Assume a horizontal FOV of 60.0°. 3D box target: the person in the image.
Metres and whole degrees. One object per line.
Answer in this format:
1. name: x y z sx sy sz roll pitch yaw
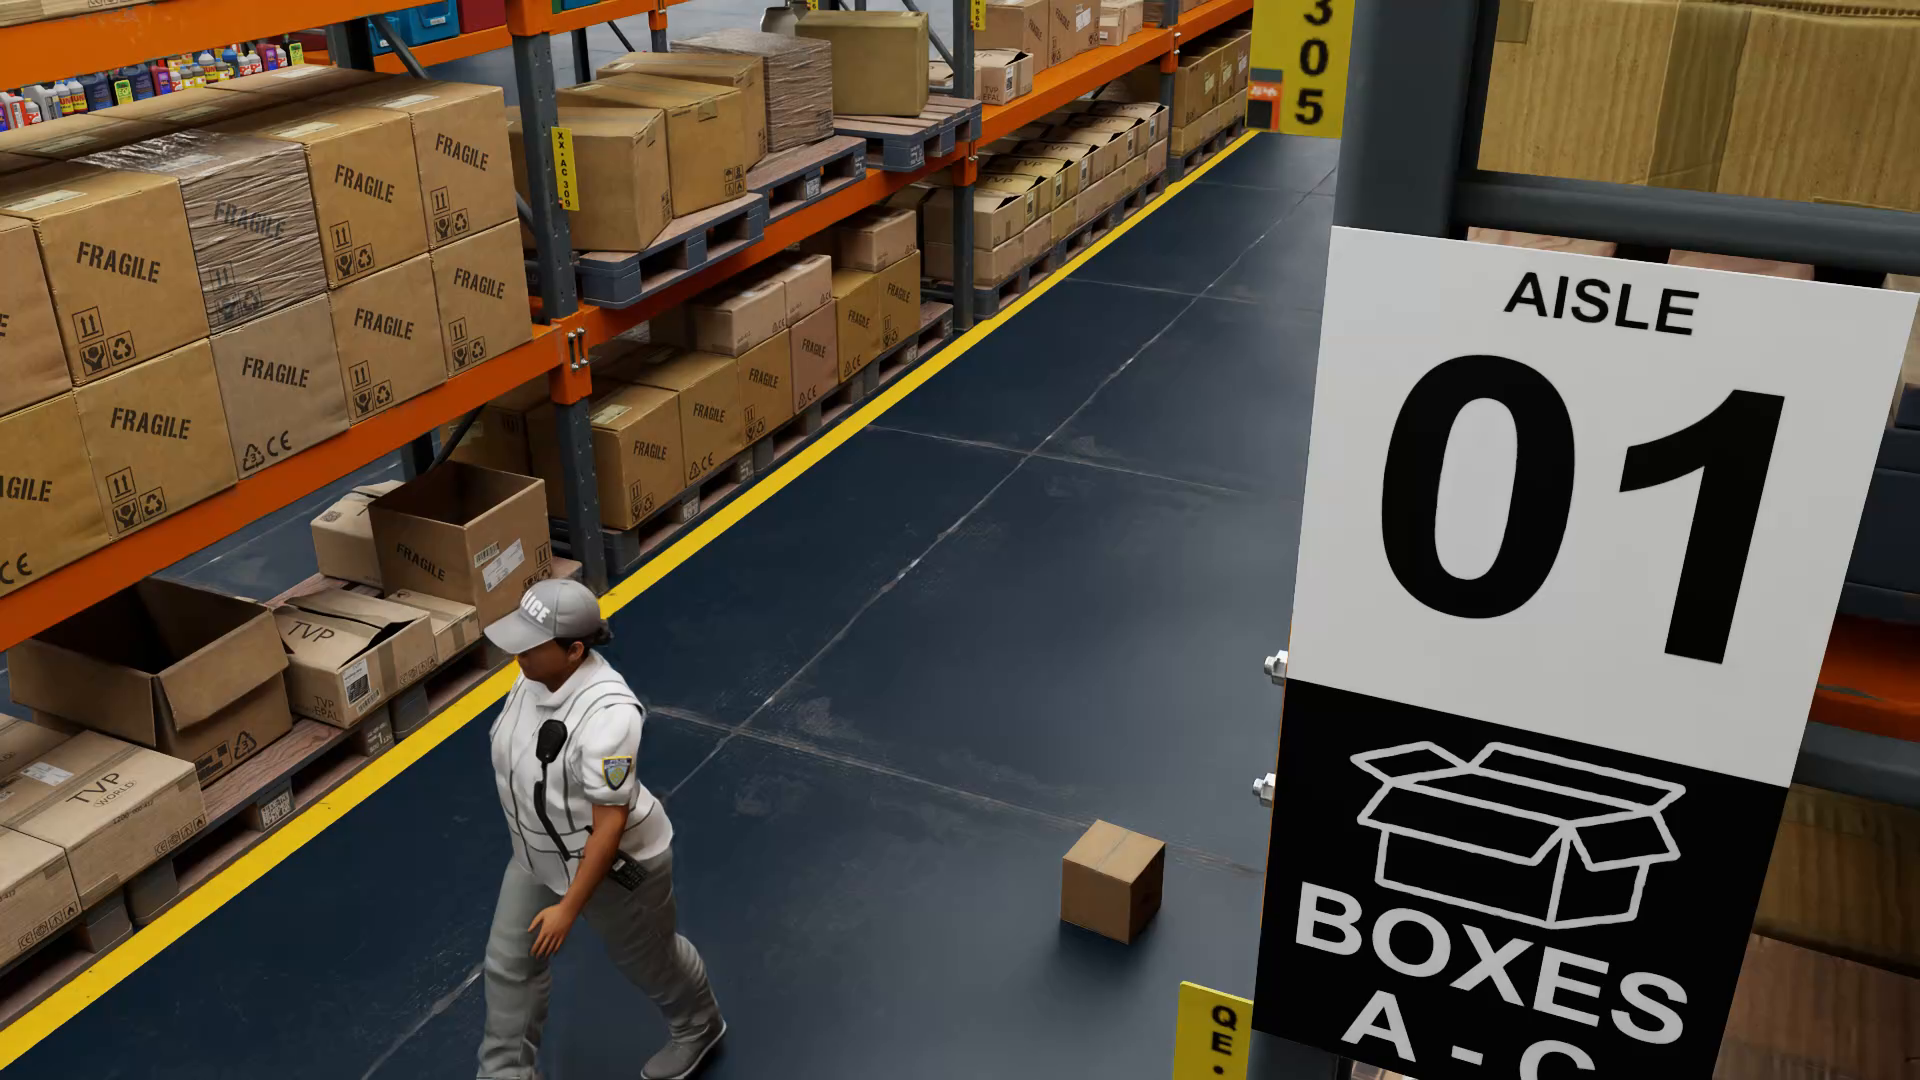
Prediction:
1. person: -1.033 0.871 4.354 0.833 1.670 0.495 -24 35 -39
